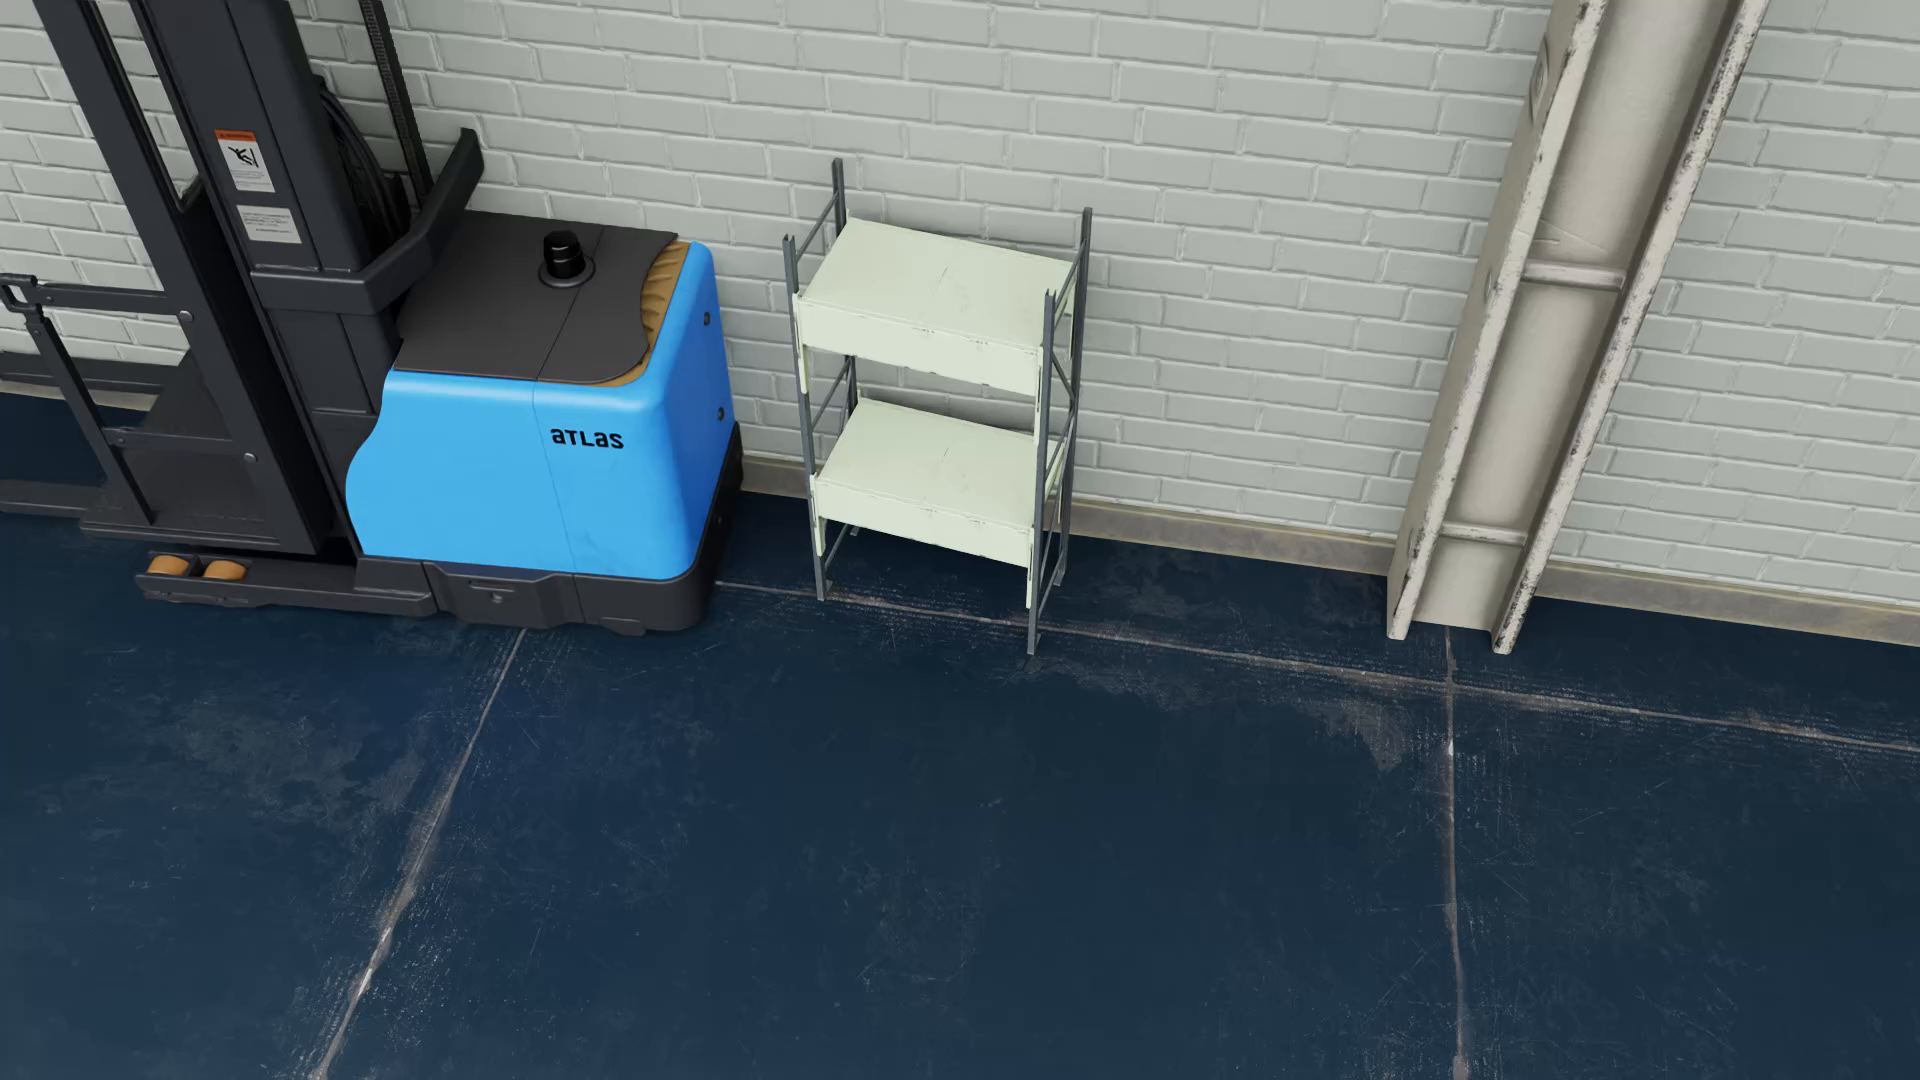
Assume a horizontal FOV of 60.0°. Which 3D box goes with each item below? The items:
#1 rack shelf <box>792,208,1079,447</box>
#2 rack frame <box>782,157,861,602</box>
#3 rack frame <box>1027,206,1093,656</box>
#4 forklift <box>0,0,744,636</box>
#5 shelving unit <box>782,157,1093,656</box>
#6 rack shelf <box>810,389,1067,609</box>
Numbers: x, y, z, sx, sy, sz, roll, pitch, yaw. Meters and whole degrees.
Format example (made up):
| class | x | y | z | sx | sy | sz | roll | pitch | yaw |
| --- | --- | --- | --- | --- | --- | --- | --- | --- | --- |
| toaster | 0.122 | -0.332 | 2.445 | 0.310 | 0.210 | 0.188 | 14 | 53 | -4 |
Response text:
| class | x | y | z | sx | sy | sz | roll | pitch | yaw |
| --- | --- | --- | --- | --- | --- | --- | --- | --- | --- |
| rack shelf | -0.057 | -0.614 | 4.769 | 0.720 | 0.370 | 0.431 | 14 | 50 | 12 |
| rack frame | -0.404 | -0.438 | 5.136 | 0.023 | 1.500 | 0.400 | 14 | 50 | 12 |
| rack frame | 0.291 | -0.269 | 4.983 | 0.023 | 1.500 | 0.400 | 14 | 50 | 12 |
| forklift | -2.288 | -1.141 | 4.805 | 3.031 | 2.935 | 1.130 | 5 | 48 | 4 |
| shelving unit | -0.057 | -0.354 | 5.059 | 0.755 | 1.500 | 0.431 | 14 | 50 | 12 |
| rack shelf | -0.057 | -0.136 | 5.302 | 0.720 | 0.370 | 0.431 | 14 | 50 | 12 |
